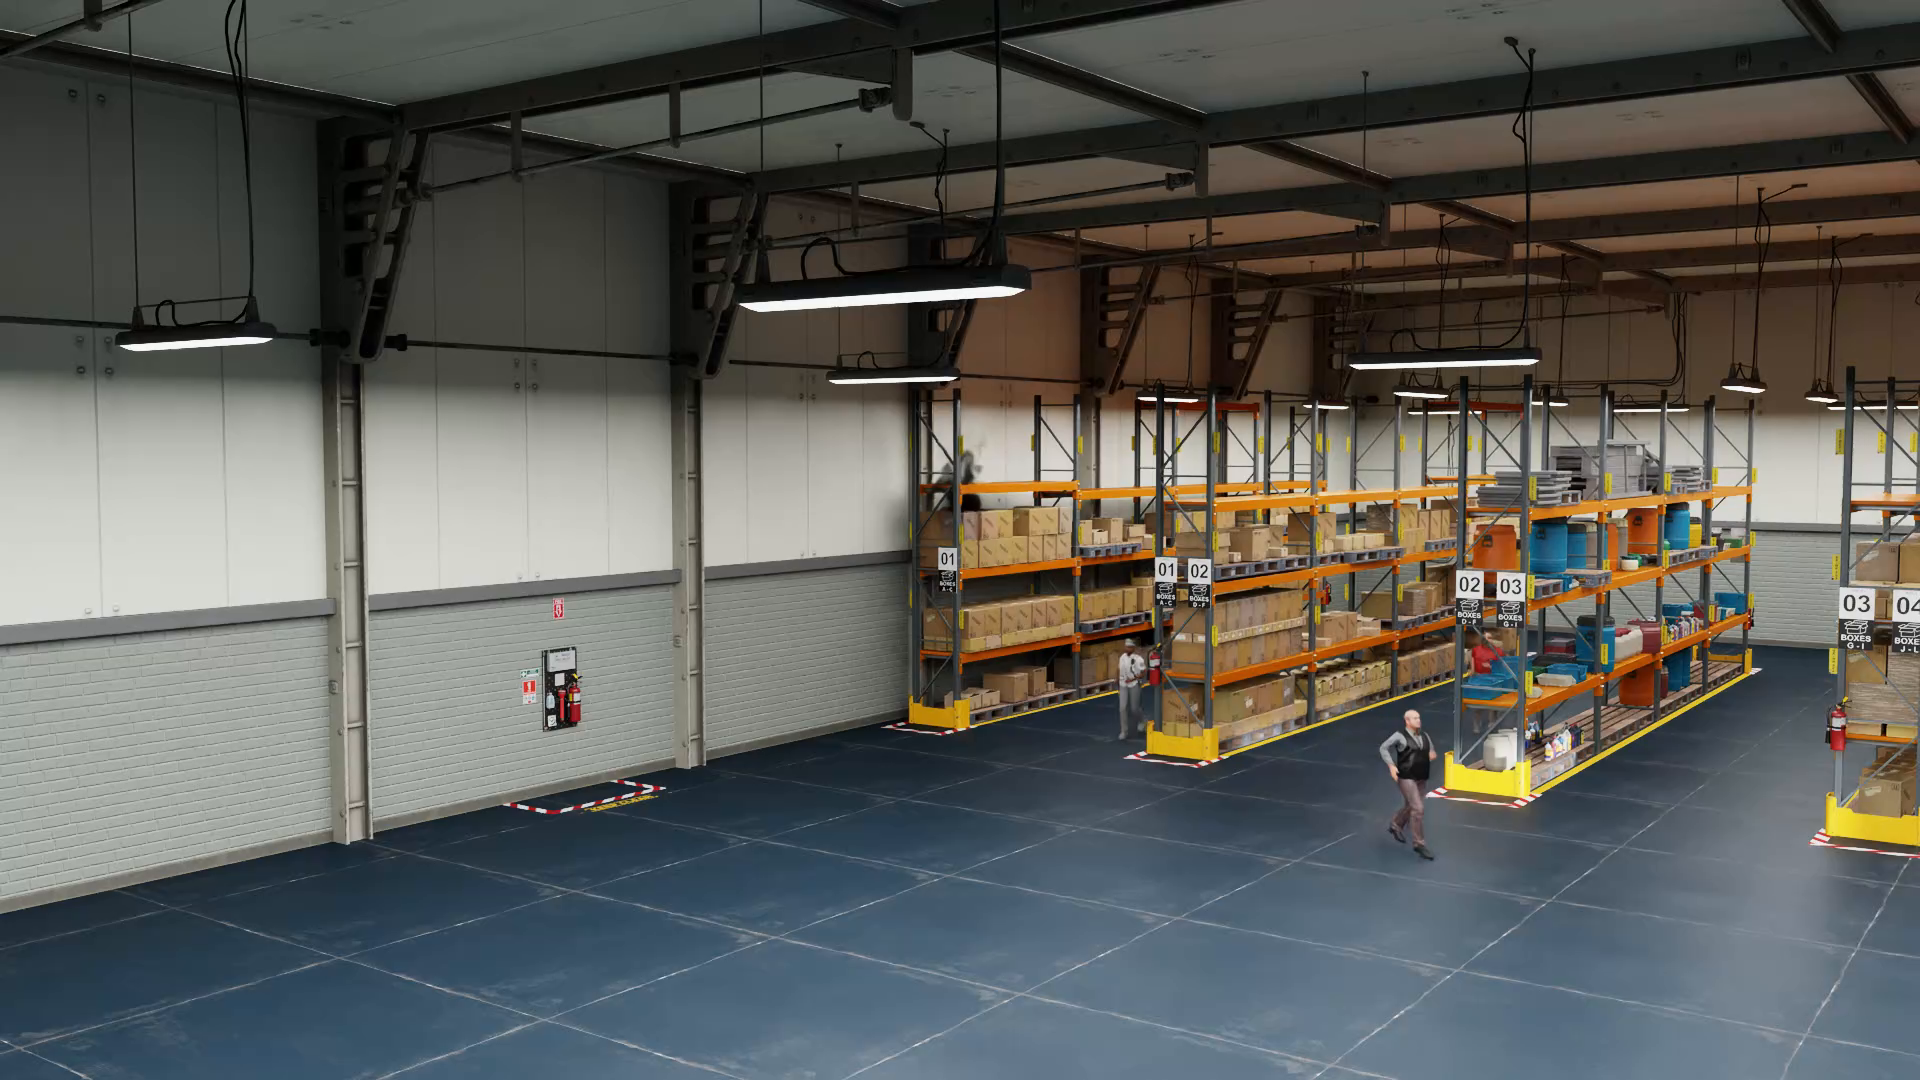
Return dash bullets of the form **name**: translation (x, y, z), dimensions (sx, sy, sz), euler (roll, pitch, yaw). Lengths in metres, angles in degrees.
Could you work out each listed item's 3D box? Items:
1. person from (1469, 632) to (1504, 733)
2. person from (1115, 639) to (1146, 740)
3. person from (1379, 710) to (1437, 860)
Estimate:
- **person**: translation (9.180, 2.499, 29.030), dimensions (0.631, 1.798, 0.740), euler (2, 4, 28)
- **person**: translation (2.933, 2.536, 28.592), dimensions (0.591, 1.705, 0.790), euler (2, 4, 30)
- **person**: translation (5.543, 2.961, 20.405), dimensions (0.638, 1.753, 0.877), euler (-2, 4, -31)
